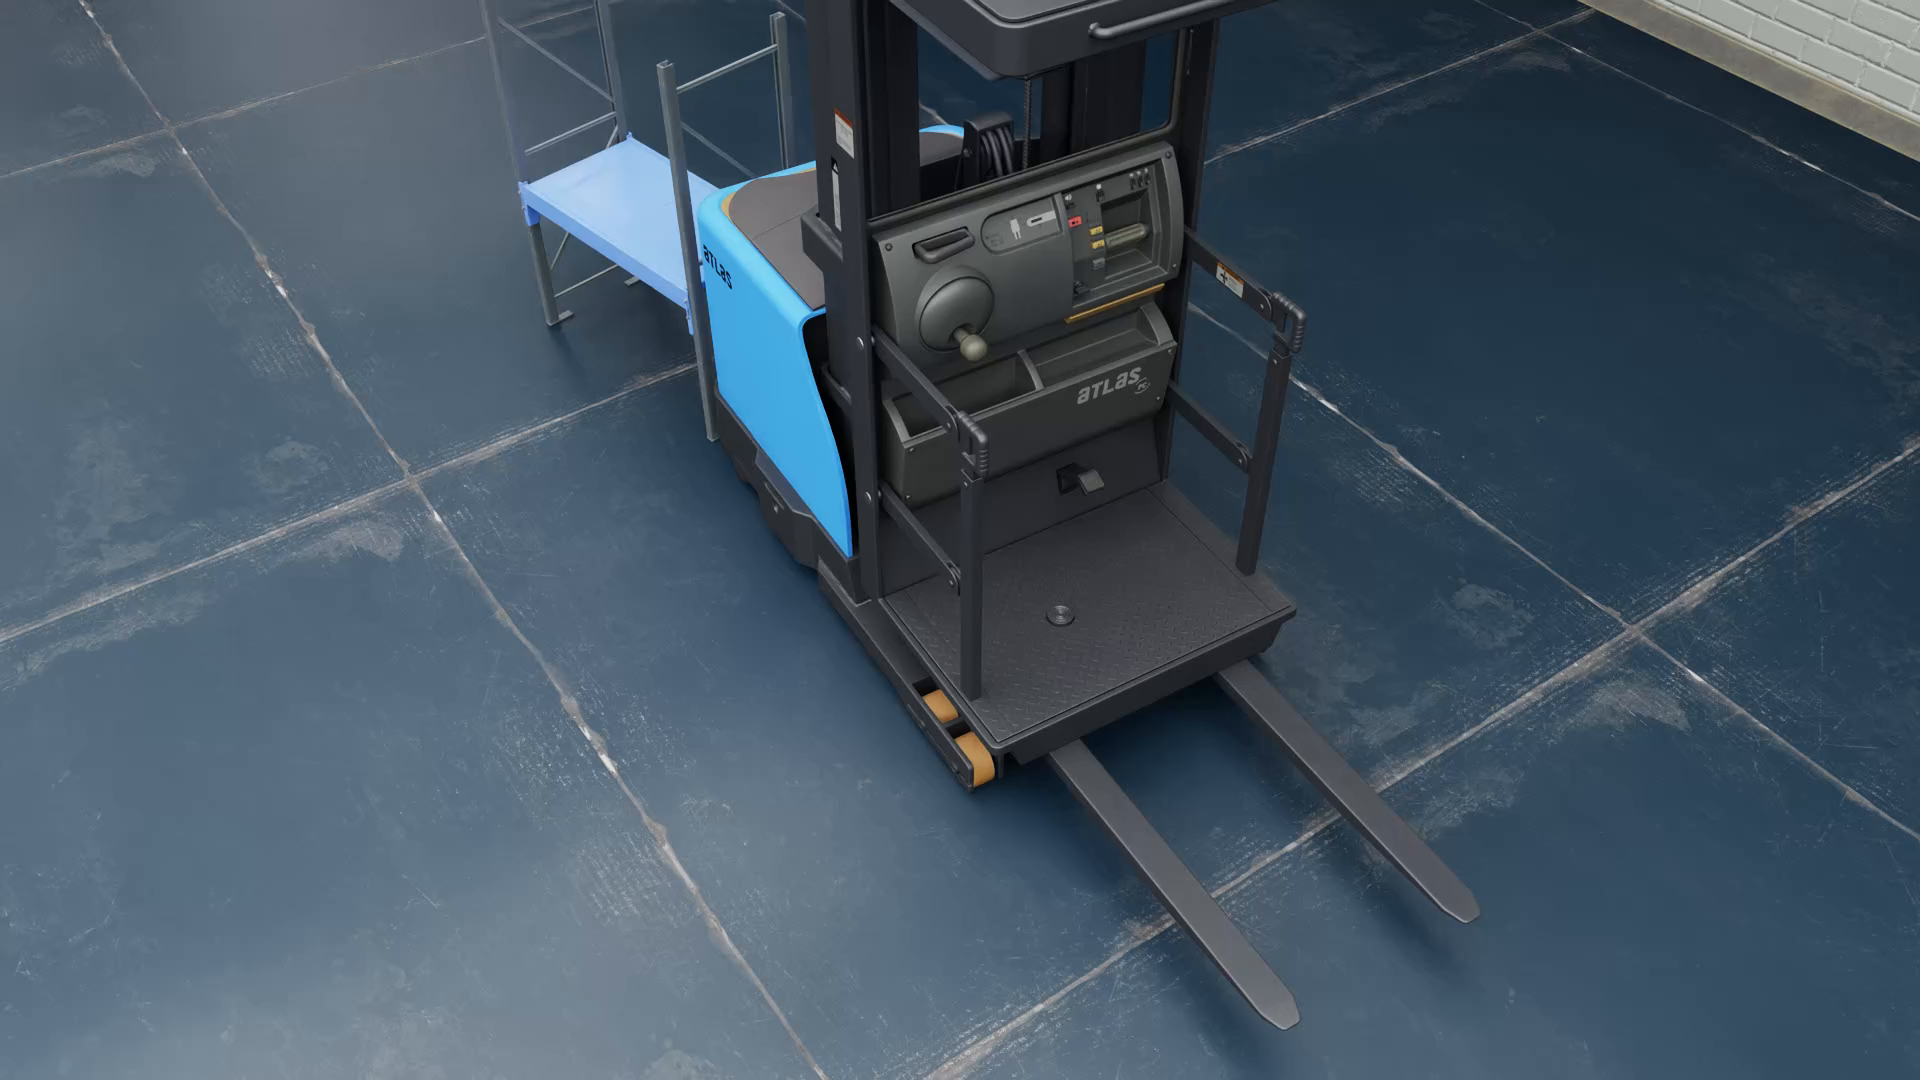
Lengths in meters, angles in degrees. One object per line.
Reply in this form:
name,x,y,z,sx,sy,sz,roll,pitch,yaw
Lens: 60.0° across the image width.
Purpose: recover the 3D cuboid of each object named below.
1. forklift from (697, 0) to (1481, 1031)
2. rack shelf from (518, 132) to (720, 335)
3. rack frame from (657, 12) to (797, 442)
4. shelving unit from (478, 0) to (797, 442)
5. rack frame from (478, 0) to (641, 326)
forklift,0.319,-0.691,4.351,1.130,2.935,3.031,-22,48,-22
rack shelf,-1.108,-1.149,6.128,1.000,0.185,0.538,34,53,31
rack frame,-0.746,-1.032,5.745,0.032,1.500,0.500,34,53,31
shelving unit,-1.108,-1.279,6.003,1.048,1.500,0.538,34,53,31
rack frame,-1.470,-1.525,6.262,0.032,1.500,0.500,34,53,31
